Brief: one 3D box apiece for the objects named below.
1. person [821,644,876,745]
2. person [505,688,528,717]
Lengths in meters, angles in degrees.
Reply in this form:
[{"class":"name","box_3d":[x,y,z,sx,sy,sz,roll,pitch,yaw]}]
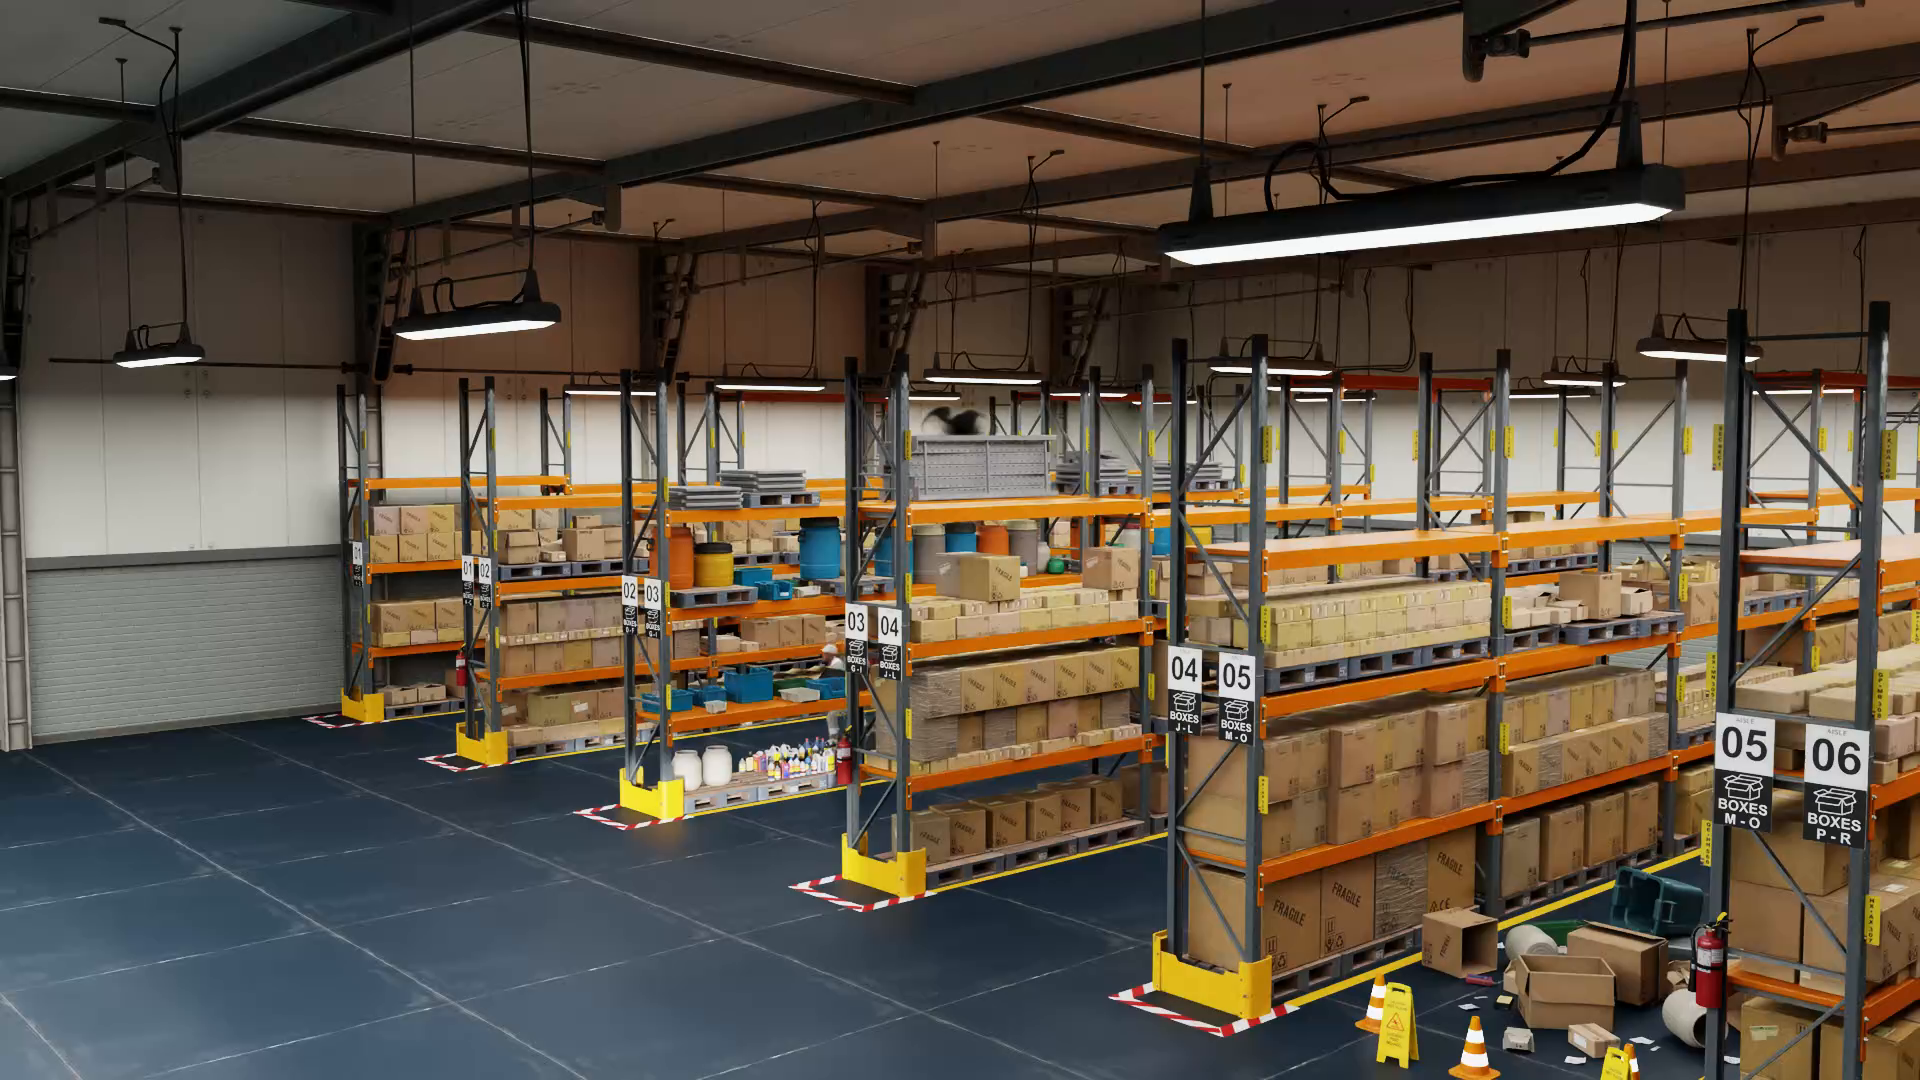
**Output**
[{"class":"person","box_3d":[-1.802,2.537,26.881,0.953,1.755,0.643,-1,4,-20]},{"class":"person","box_3d":[-7.591,2.504,28.075,0.603,1.668,0.762,3,5,42]}]
